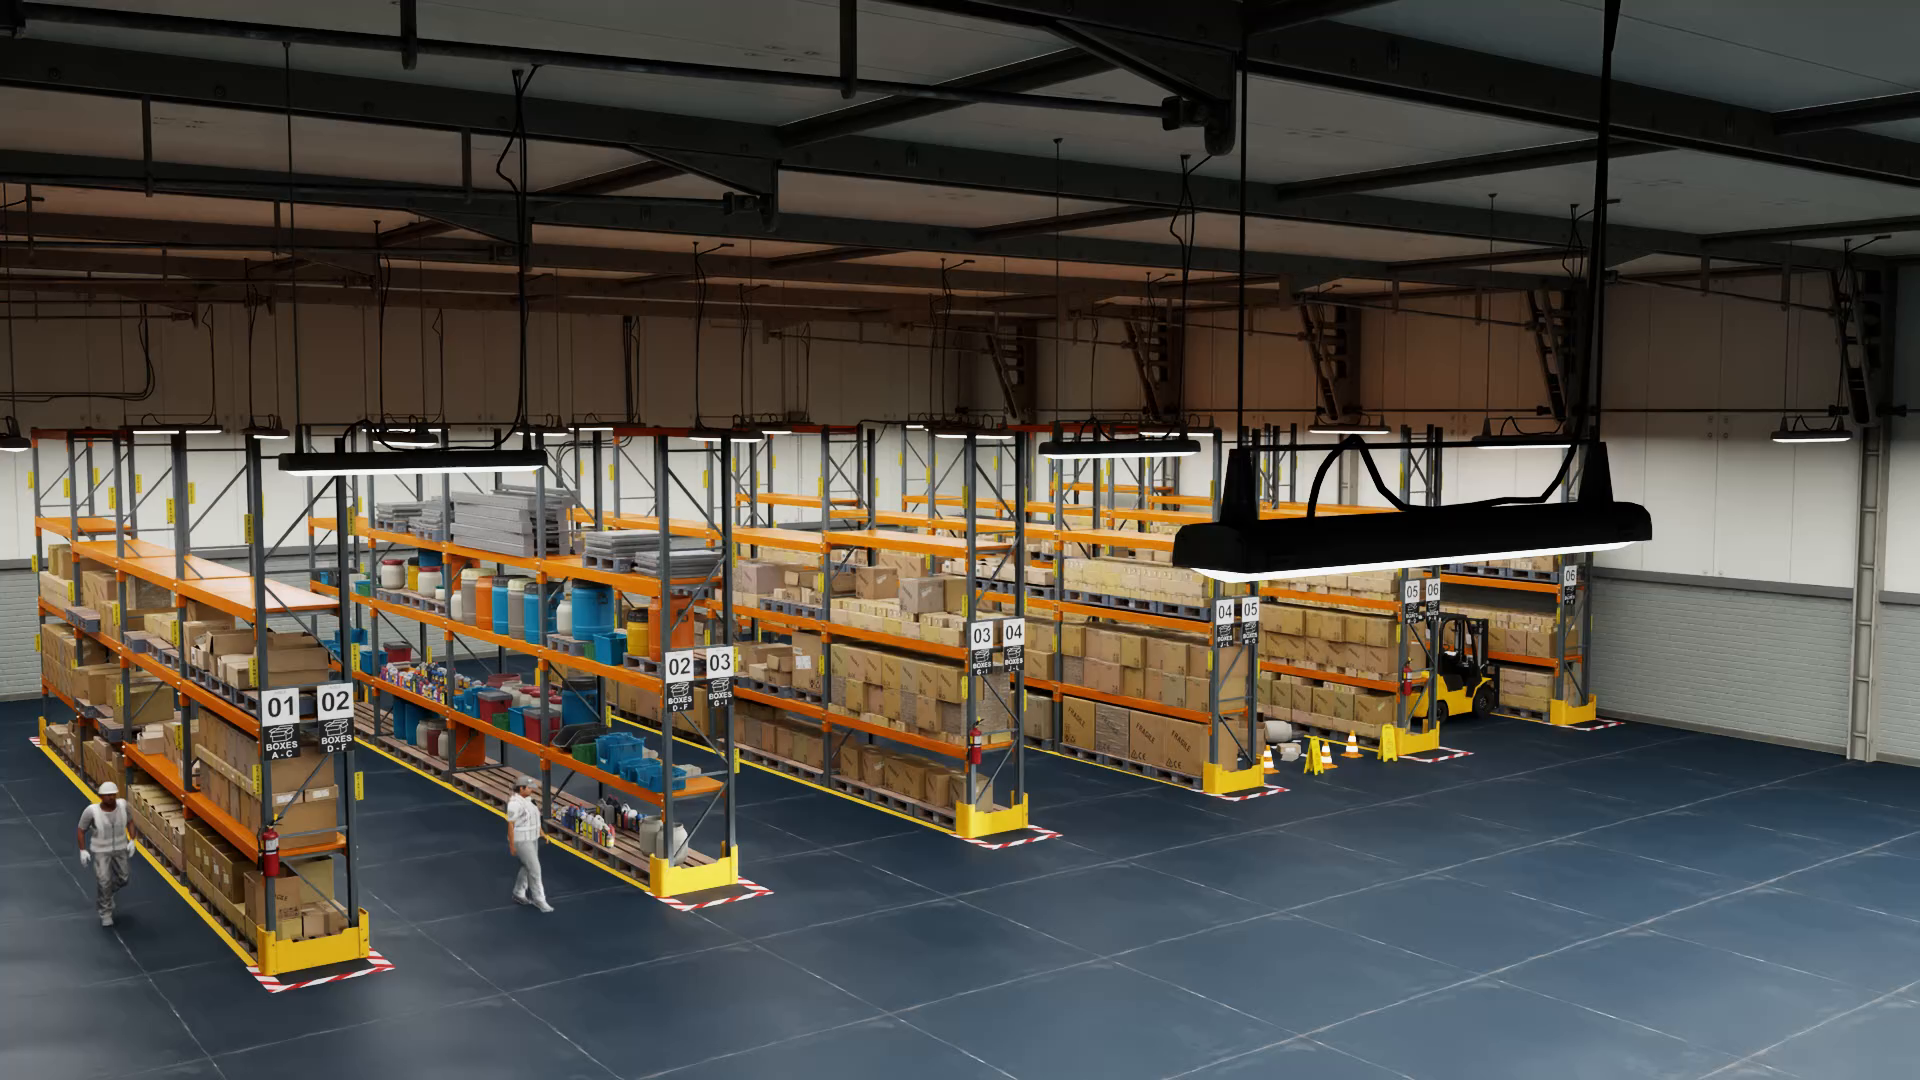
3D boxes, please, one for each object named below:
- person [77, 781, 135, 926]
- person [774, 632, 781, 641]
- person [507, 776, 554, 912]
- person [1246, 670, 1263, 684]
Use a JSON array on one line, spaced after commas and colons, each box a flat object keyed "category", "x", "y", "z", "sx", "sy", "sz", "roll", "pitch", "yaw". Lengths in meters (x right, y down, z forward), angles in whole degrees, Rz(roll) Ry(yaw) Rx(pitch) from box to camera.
[{"category": "person", "x": -10.589, "y": 3.840, "z": 20.609, "sx": 0.689, "sy": 1.763, "sz": 0.647, "roll": 4, "pitch": 6, "yaw": 43}, {"category": "person", "x": -5.044, "y": 1.864, "z": 45.623, "sx": 0.568, "sy": 1.749, "sz": 0.927, "roll": 1, "pitch": 5, "yaw": 14}, {"category": "person", "x": -5.436, "y": 3.851, "z": 21.185, "sx": 0.671, "sy": 1.681, "sz": 0.504, "roll": 1, "pitch": 5, "yaw": 10}, {"category": "person", "x": 6.558, "y": 2.579, "z": 37.025, "sx": 0.558, "sy": 1.829, "sz": 0.600, "roll": -4, "pitch": 6, "yaw": -43}]
